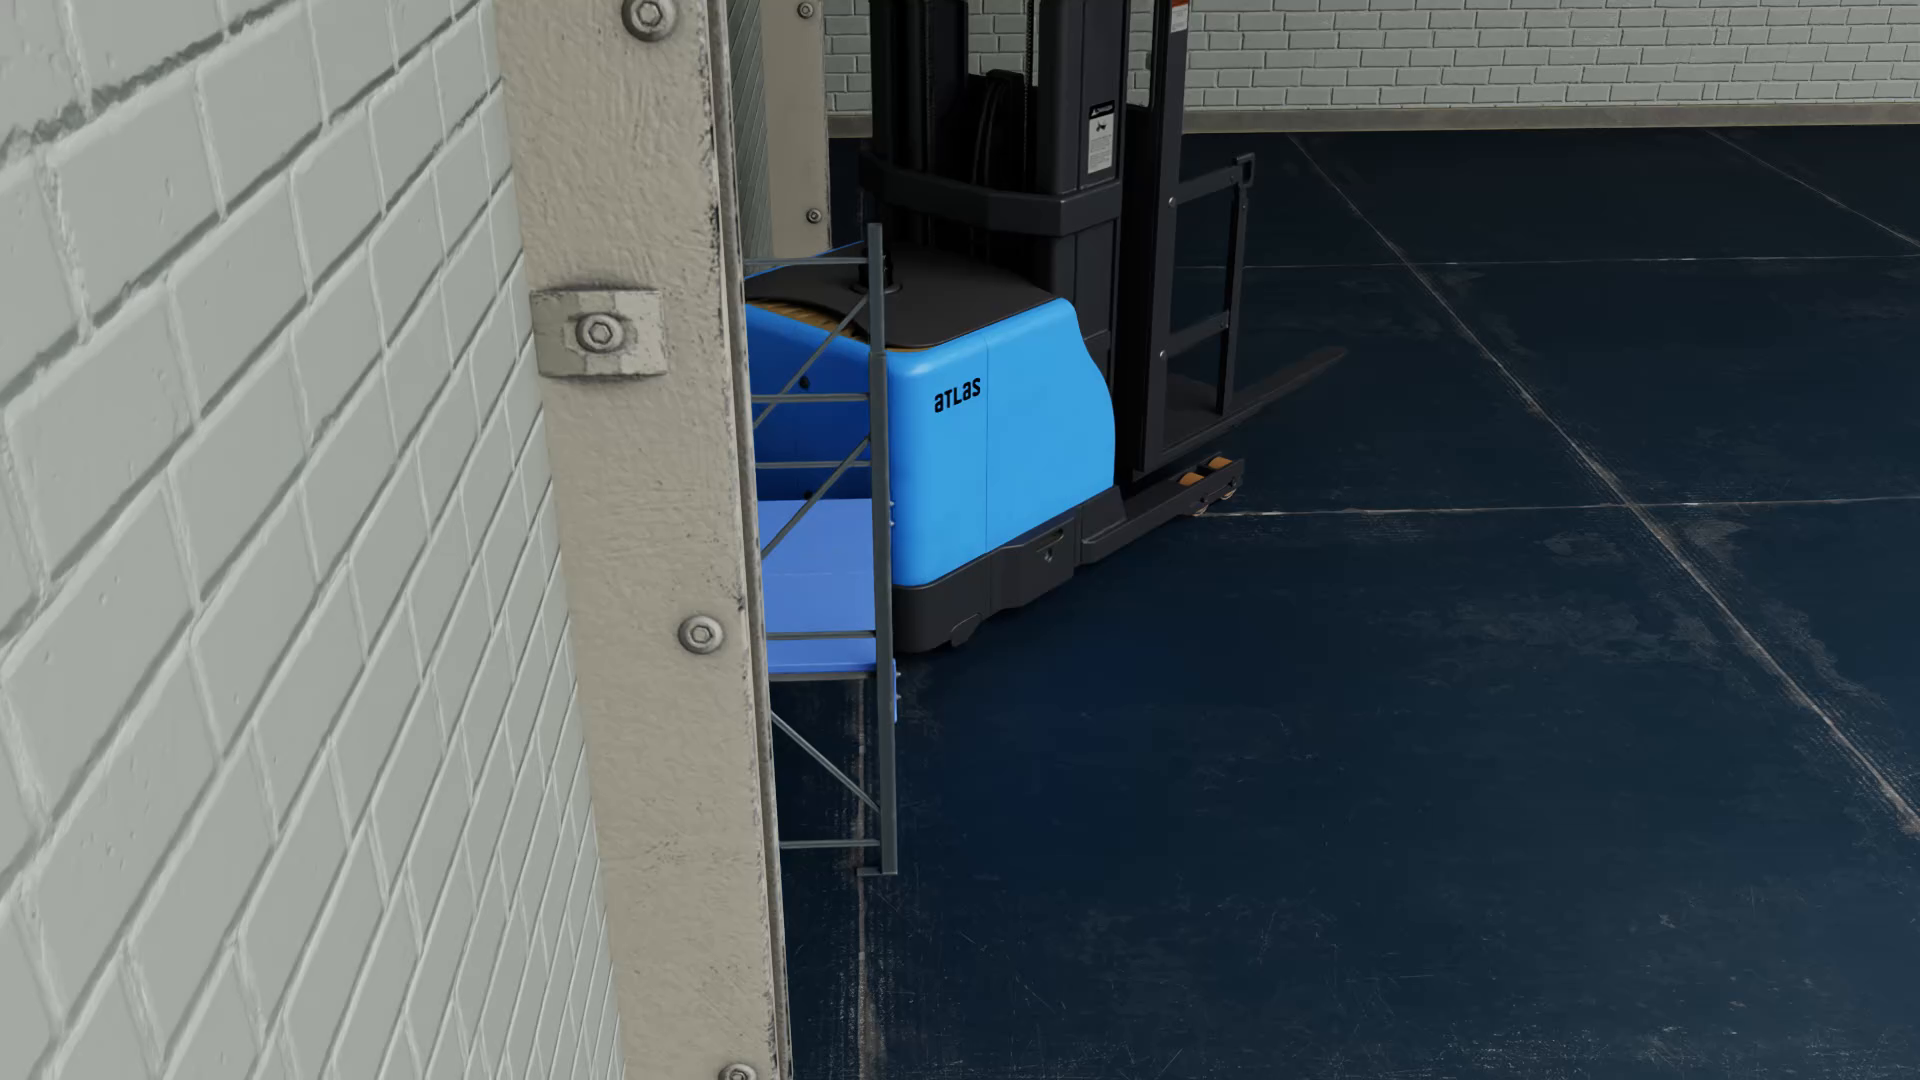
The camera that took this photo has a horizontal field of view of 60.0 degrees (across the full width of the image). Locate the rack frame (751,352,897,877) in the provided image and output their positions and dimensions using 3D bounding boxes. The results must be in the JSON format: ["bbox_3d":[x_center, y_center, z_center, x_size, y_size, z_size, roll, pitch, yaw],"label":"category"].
[{"bbox_3d":[-0.419,0.244,4.161,0.500,1.500,0.032,-1,28,-3],"label":"rack frame"}]

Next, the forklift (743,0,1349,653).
[{"bbox_3d":[0.471,-1.531,6.016,1.130,2.935,3.031,23,35,36],"label":"forklift"}]

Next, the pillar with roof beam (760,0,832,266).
[{"bbox_3d":[3.452,-5.535,7.131,9.100,9.000,0.400,-1,28,-3],"label":"pillar with roof beam"}]

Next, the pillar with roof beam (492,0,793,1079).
[{"bbox_3d":[3.765,-2.764,1.818,9.100,9.000,0.400,-1,28,-3],"label":"pillar with roof beam"}]

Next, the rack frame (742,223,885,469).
[{"bbox_3d":[-0.472,-0.226,5.061,0.500,1.500,0.032,-1,28,-3],"label":"rack frame"}]

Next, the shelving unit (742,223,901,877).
[{"bbox_3d":[-0.446,0.009,4.611,0.538,1.500,1.048,-1,28,-3],"label":"shelving unit"}]

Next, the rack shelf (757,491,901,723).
[{"bbox_3d":[-0.446,0.169,4.694,0.538,0.185,1.000,-1,28,-3],"label":"rack shelf"}]
